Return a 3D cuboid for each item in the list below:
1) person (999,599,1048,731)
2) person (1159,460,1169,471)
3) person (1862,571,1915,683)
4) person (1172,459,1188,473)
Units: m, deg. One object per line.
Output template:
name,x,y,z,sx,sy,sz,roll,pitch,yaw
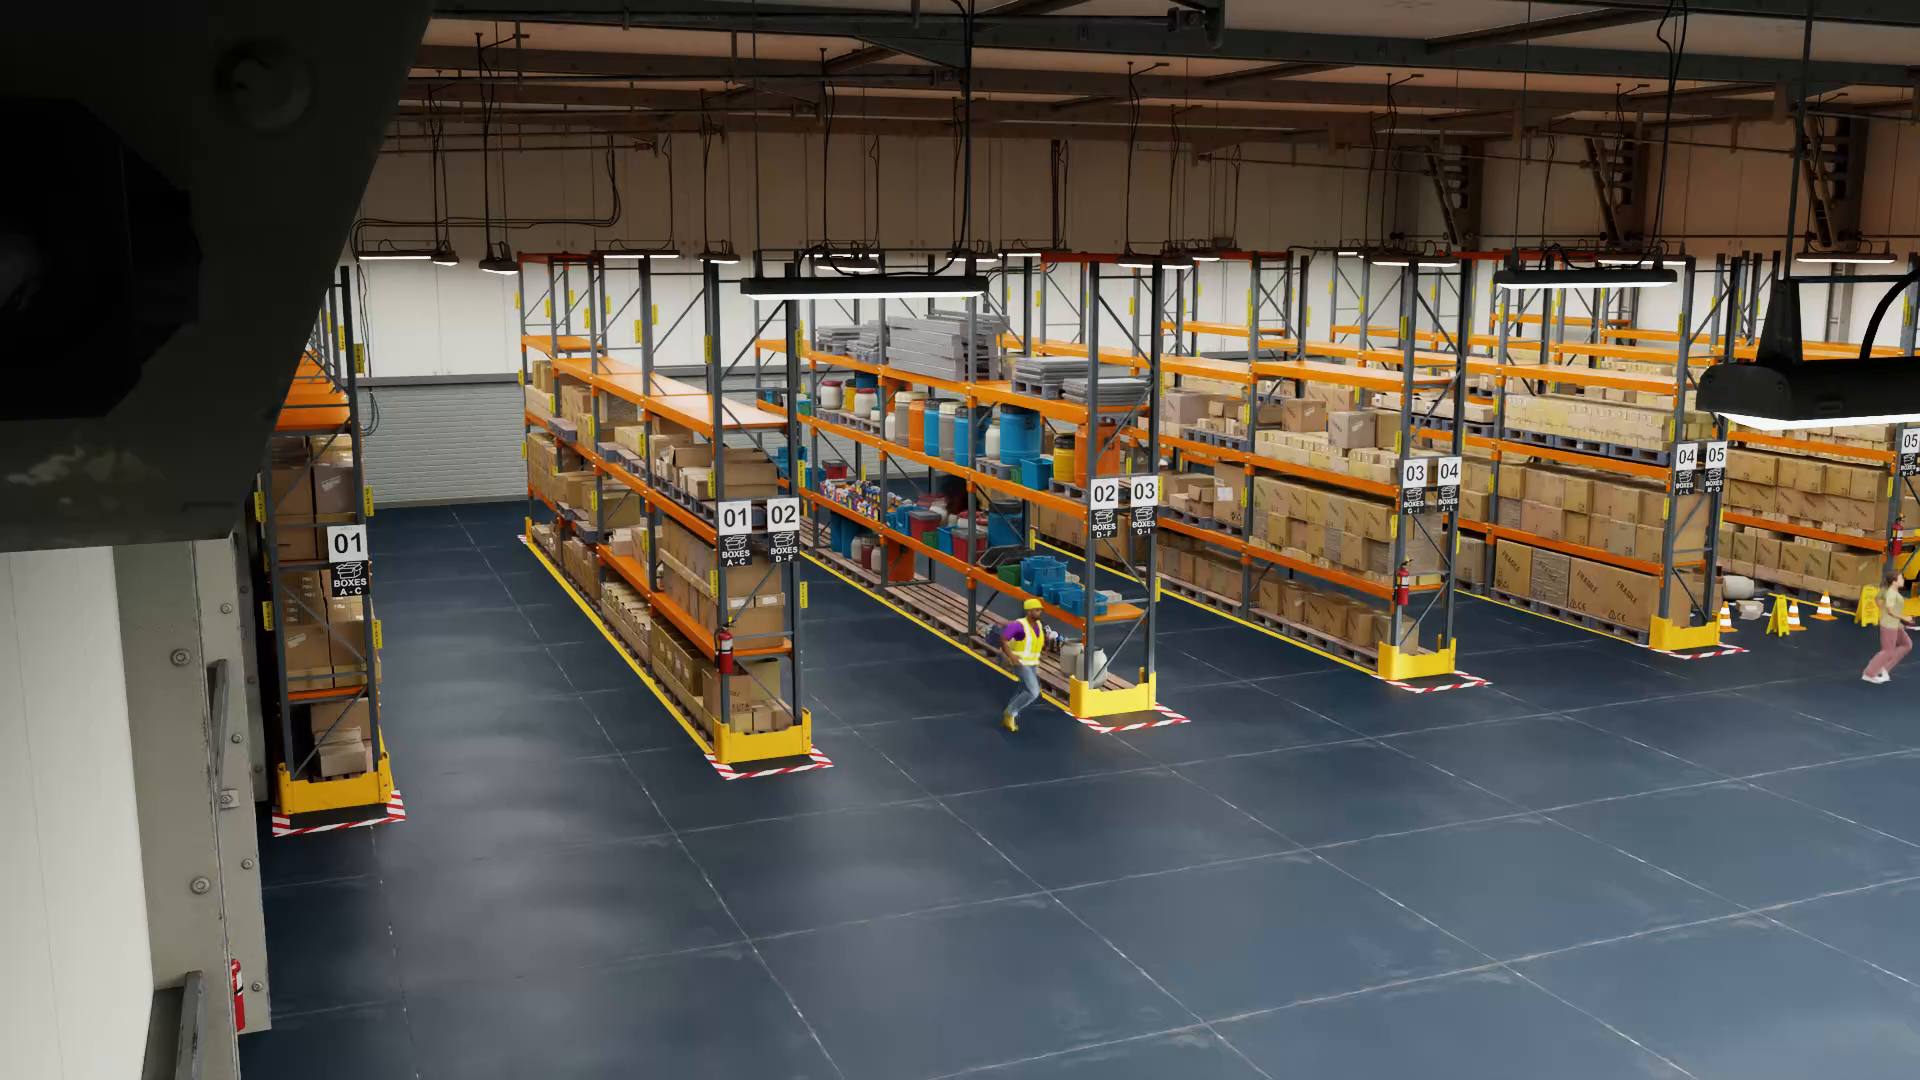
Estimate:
person,0.859,1.599,21.555,0.596,1.699,0.711,7,13,34
person,4.173,-0.804,34.558,0.709,1.740,0.804,-6,12,-31
person,13.271,1.233,23.708,0.600,1.632,0.554,5,12,27
person,5.580,-2.012,41.566,0.670,1.703,0.621,3,11,15
